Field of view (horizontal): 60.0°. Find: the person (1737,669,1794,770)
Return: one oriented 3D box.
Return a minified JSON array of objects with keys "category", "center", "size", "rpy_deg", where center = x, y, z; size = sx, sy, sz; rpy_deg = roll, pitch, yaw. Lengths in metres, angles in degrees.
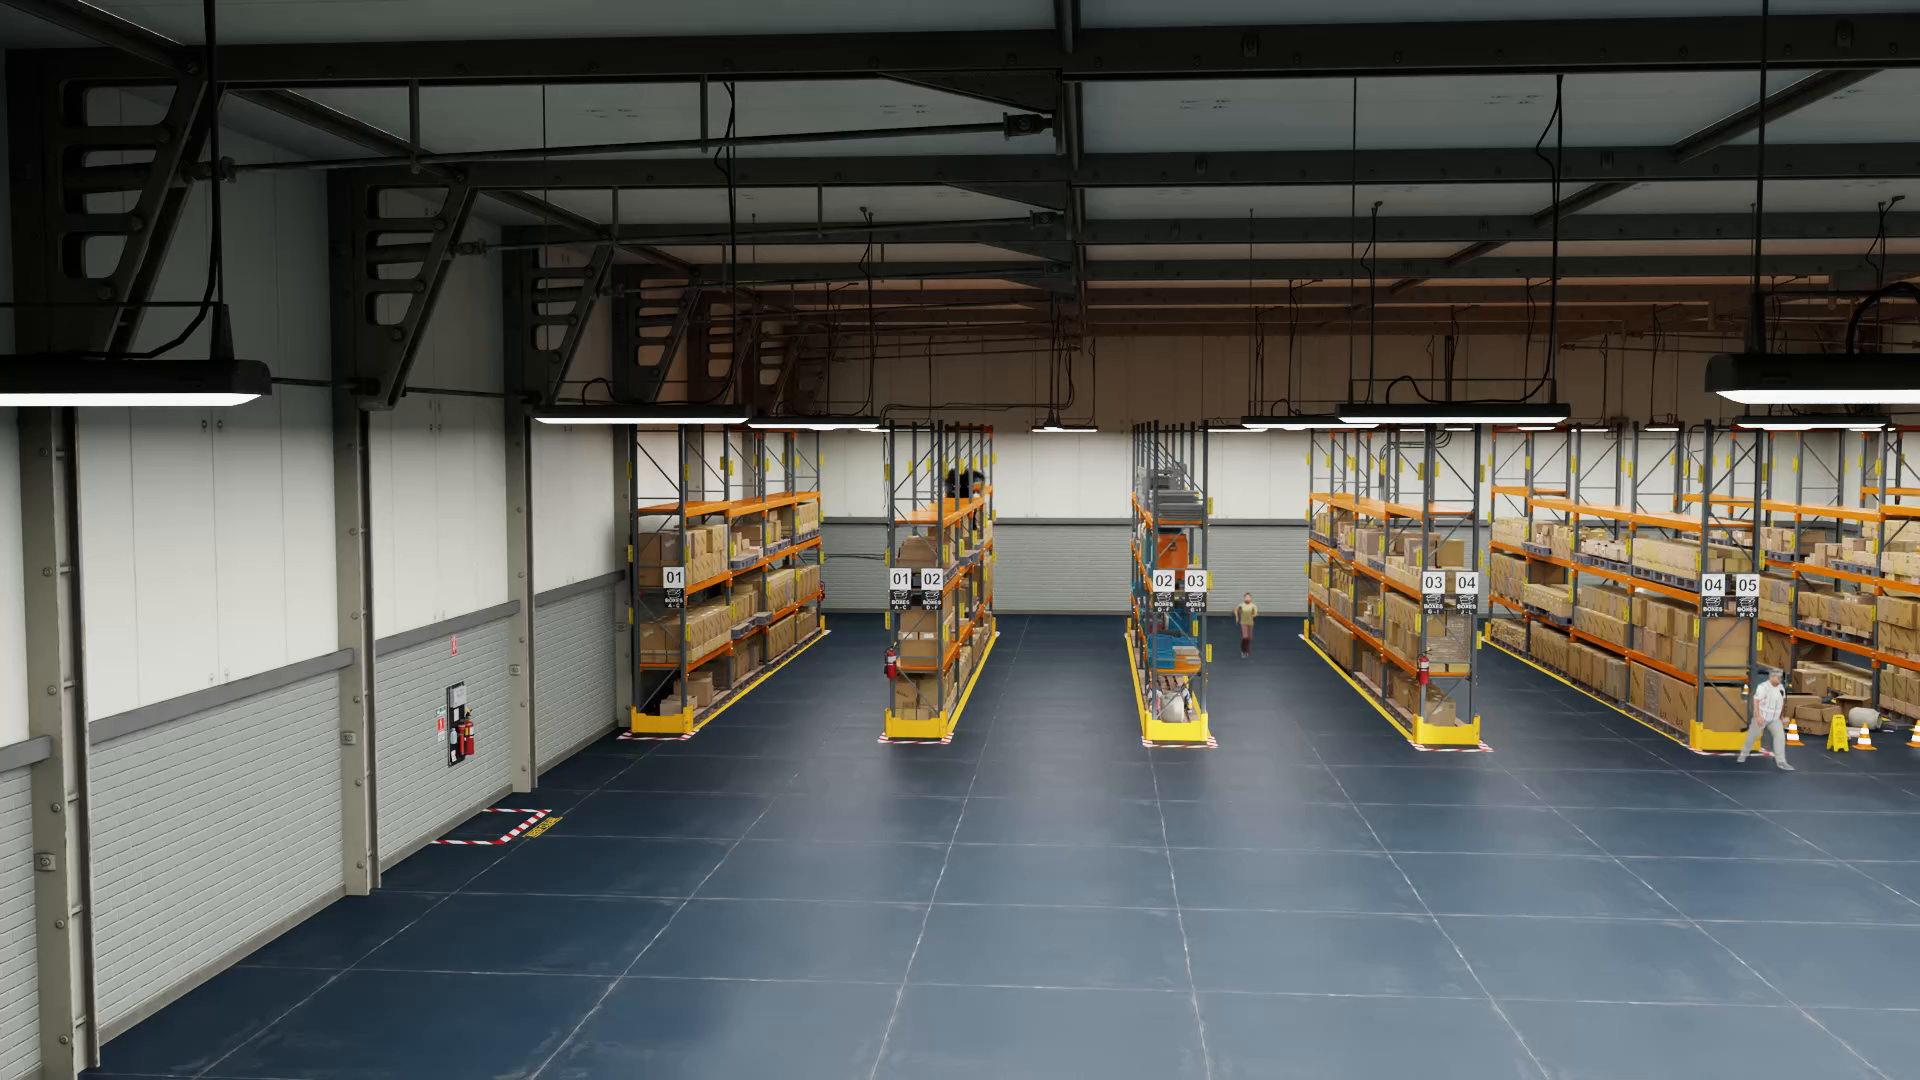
[{"category":"person","center":[13.923,3.055,28.682],"size":[0.709,1.711,0.902],"rpy_deg":[-1,4,-13]}]

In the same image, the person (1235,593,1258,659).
[{"category":"person","center":[7.348,2.196,42.554],"size":[0.530,1.688,0.688],"rpy_deg":[0,4,-5]}]

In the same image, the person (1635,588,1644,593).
[{"category":"person","center":[17.609,2.107,43.246],"size":[0.656,1.749,0.905],"rpy_deg":[-1,4,-15]}]

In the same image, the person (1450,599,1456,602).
[{"category":"person","center":[14.321,1.904,48.039],"size":[0.649,1.612,0.714],"rpy_deg":[3,5,39]}]
